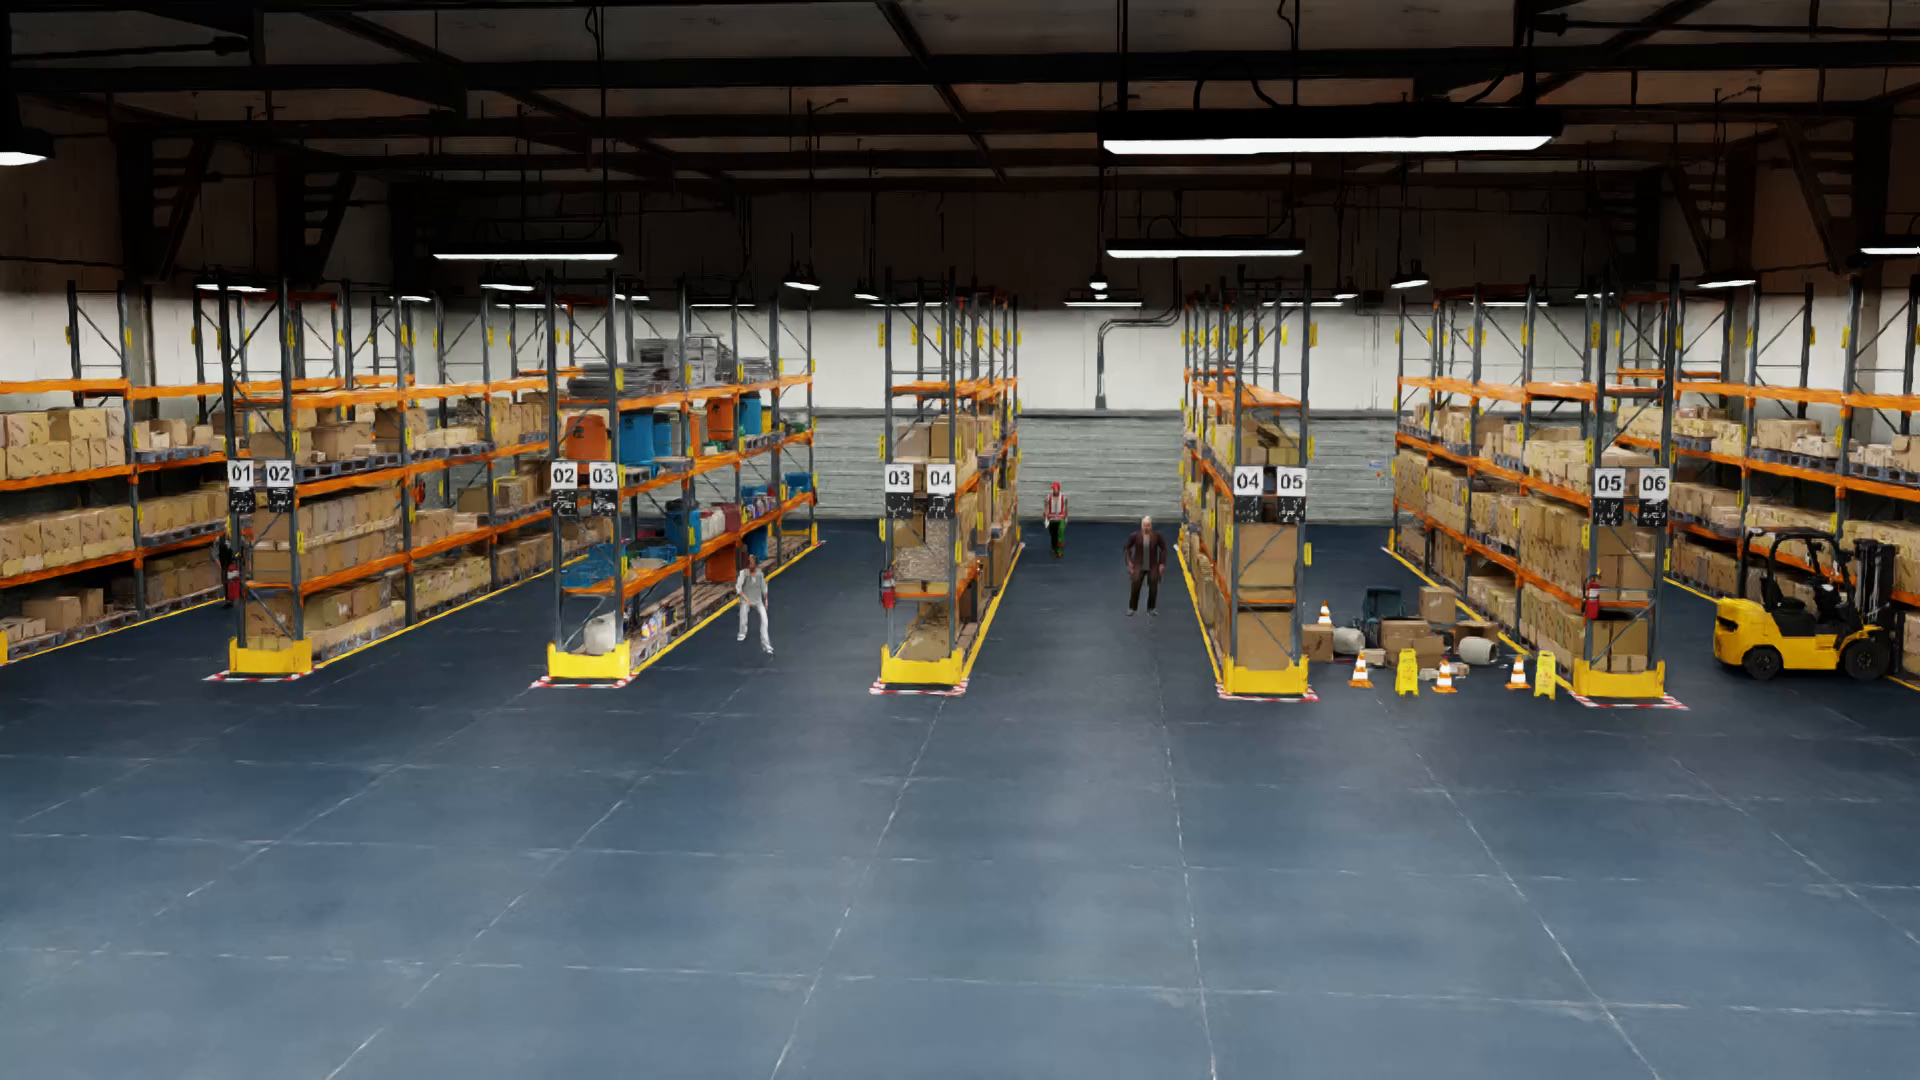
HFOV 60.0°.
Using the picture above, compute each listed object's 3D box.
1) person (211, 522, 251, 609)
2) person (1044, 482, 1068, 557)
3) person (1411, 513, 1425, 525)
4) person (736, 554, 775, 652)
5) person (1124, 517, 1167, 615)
[{"bbox_3d":[-13.330,0.477,30.485,0.674,1.664,0.842,-1,7,-12],"label":"person"},{"bbox_3d":[2.198,-0.487,38.115,0.553,1.709,1.123,1,7,7],"label":"person"},{"bbox_3d":[11.356,-0.852,41.101,0.707,1.763,0.583,-3,8,-22],"label":"person"},{"bbox_3d":[-3.230,0.962,25.898,0.556,1.514,0.717,-2,7,-16],"label":"person"},{"bbox_3d":[3.146,0.493,28.306,0.724,1.607,0.533,0,7,4],"label":"person"}]
